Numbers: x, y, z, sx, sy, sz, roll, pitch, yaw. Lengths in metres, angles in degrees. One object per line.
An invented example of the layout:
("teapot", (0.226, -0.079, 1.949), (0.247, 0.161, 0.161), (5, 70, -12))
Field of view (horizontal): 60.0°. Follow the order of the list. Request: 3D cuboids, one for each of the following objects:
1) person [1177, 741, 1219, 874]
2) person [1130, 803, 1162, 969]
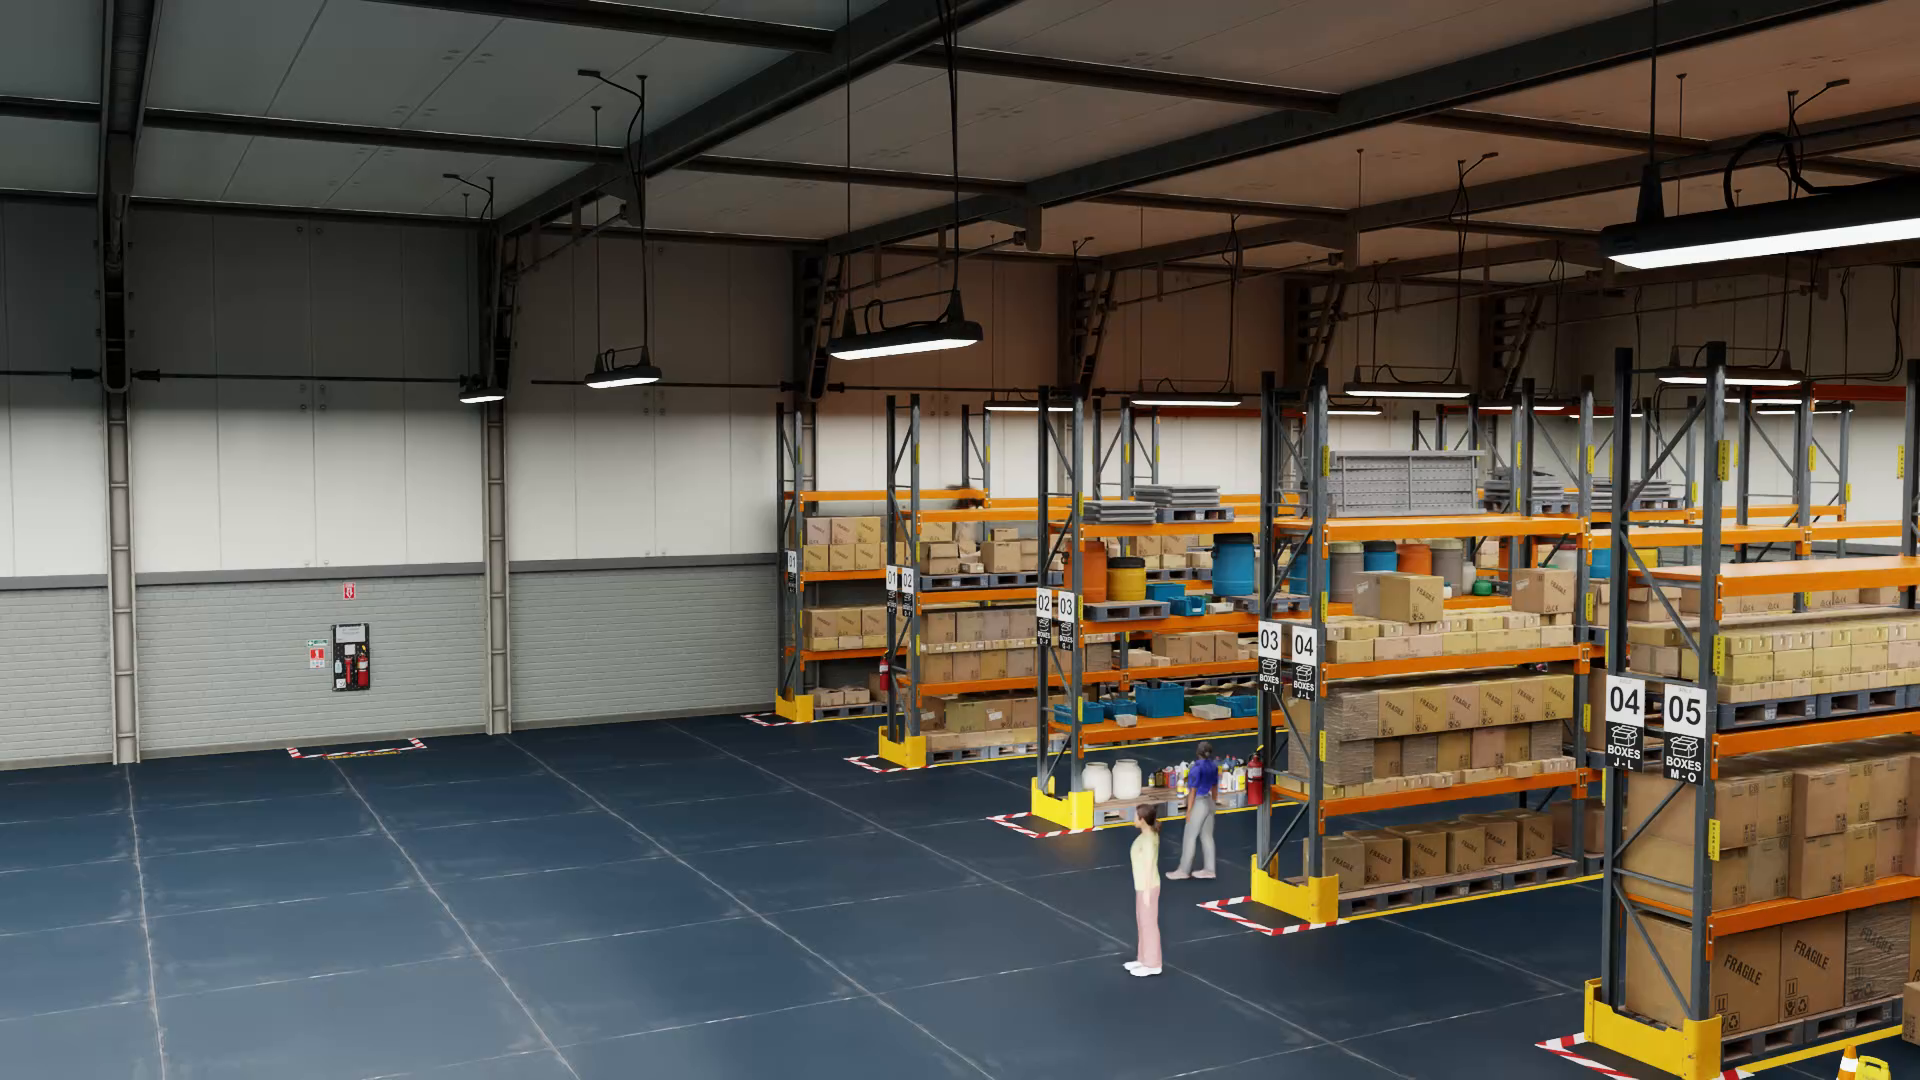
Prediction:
("person", (2.854, 3.185, 19.867), (0.396, 1.575, 0.475), (2, 4, 31))
("person", (1.815, 3.361, 16.200), (0.319, 1.606, 0.458), (0, 3, 7))
